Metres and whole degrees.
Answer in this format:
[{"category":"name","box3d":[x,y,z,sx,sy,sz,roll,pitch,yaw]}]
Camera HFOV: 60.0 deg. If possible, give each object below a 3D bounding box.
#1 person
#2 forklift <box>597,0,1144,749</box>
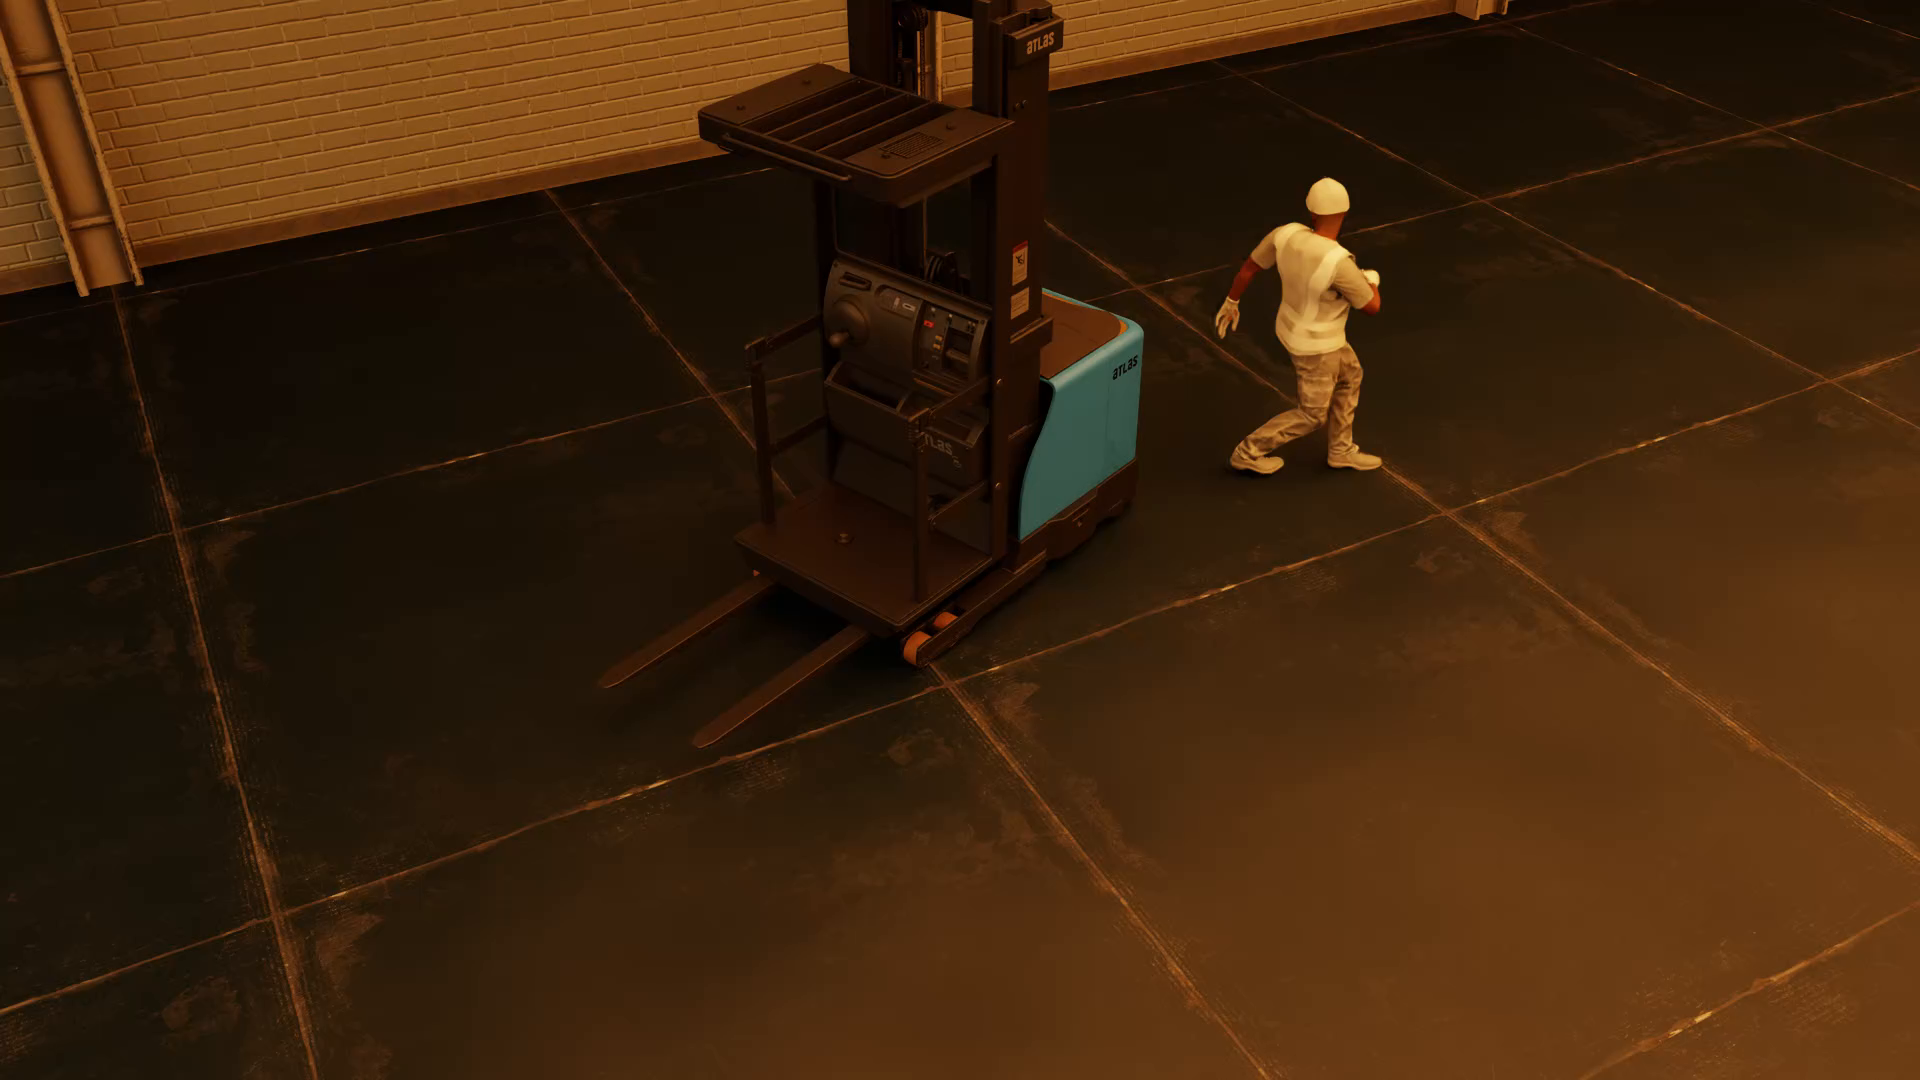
[{"category":"person","box3d":[1.864,-1.094,8.766,0.962,1.692,0.576,-5,36,-8]},{"category":"forklift","box3d":[-0.390,-0.927,7.434,1.130,2.935,3.031,26,43,31]}]
